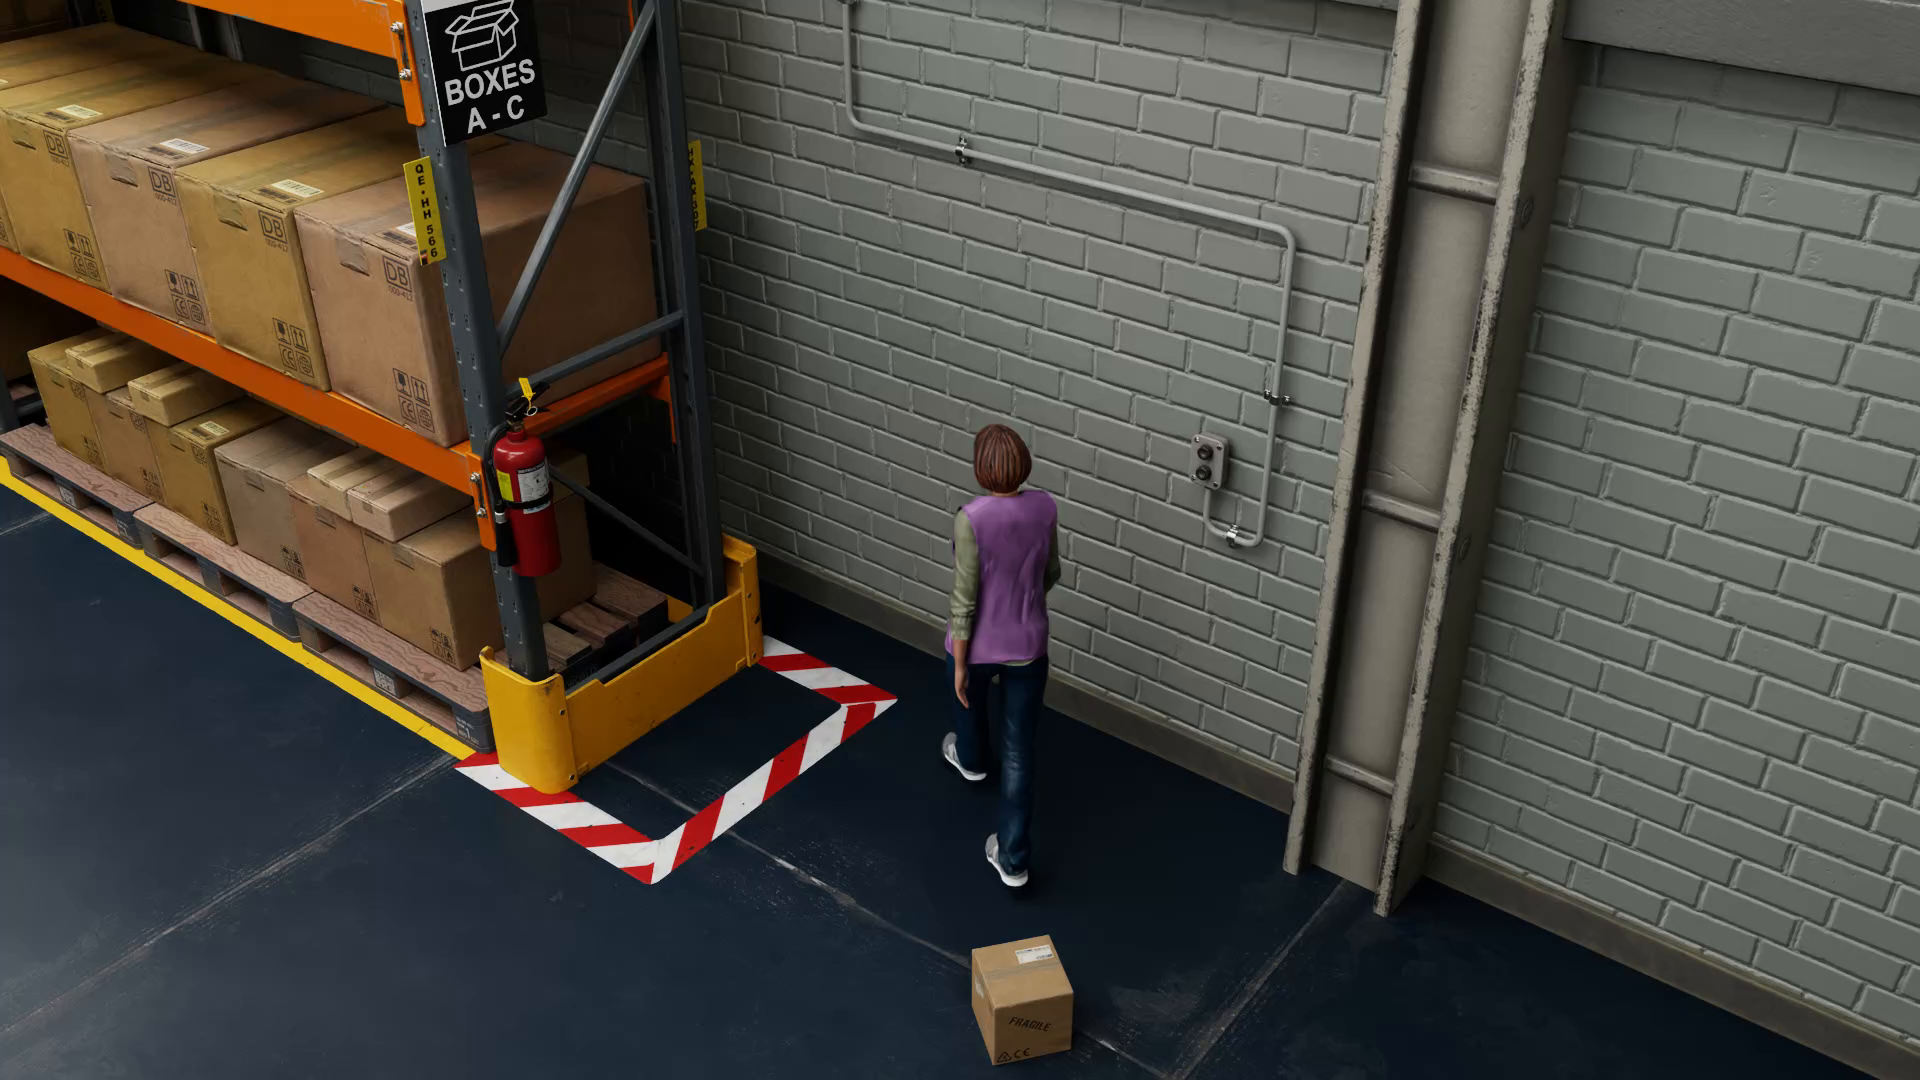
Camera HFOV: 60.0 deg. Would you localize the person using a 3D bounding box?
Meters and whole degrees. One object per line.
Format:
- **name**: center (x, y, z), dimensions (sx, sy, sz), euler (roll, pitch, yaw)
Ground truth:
- **person**: center (0.149, 0.328, 5.596), dimensions (0.411, 1.539, 0.872), euler (-4, 32, -7)
